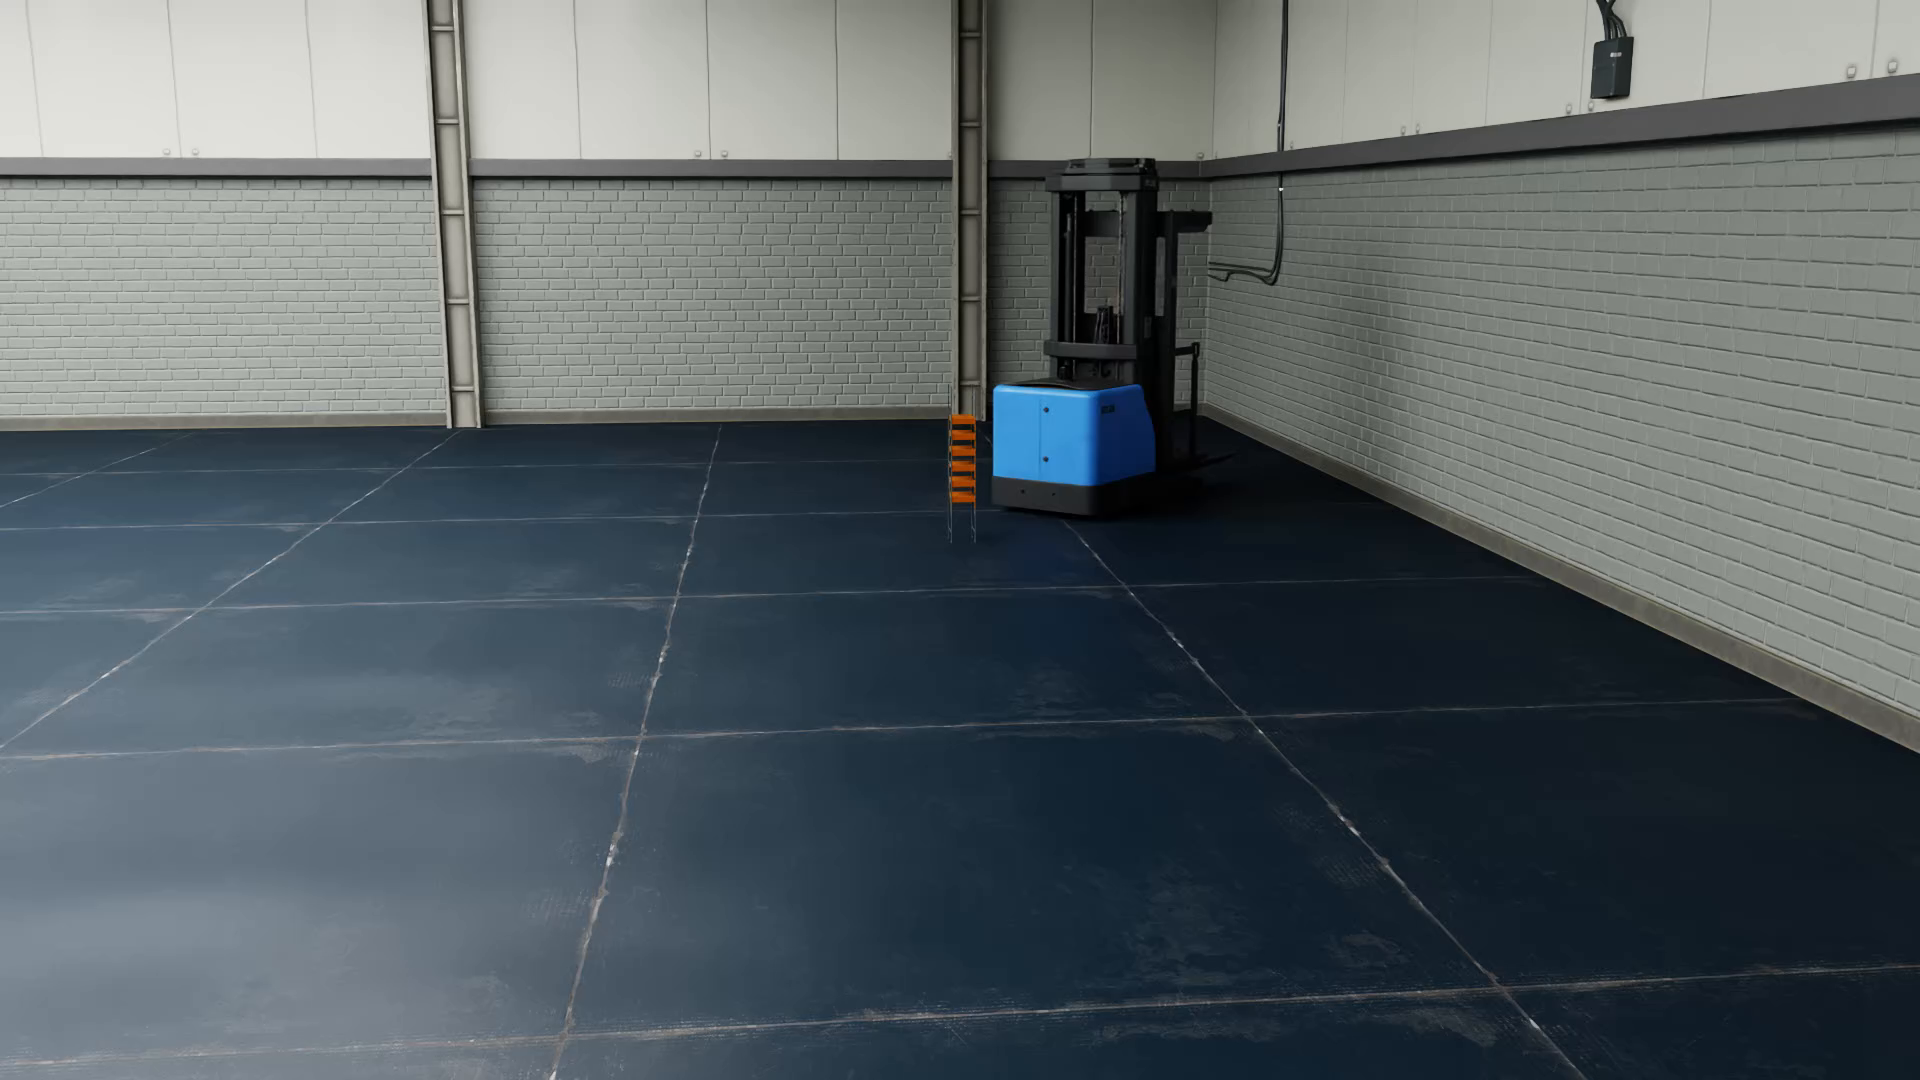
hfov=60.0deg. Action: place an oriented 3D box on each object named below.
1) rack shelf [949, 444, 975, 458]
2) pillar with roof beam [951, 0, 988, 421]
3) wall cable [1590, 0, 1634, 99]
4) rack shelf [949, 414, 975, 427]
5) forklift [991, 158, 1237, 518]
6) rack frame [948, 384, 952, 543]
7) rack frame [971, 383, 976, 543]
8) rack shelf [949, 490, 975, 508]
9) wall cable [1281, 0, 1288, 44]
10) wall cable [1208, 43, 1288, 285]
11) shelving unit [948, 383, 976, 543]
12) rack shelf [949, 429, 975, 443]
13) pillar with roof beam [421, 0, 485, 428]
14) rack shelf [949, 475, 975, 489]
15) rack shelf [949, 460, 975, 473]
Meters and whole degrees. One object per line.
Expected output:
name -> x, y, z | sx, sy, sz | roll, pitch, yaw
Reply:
rack shelf -> 0.014, -0.663, 12.739 | 0.180, 0.103, 0.258 | -1, 11, -6
pillar with roof beam -> 0.573, -5.065, 15.303 | 0.400, 9.000, 9.100 | -1, 11, -6
wall cable -> 4.189, -5.546, 8.934 | 0.169, 6.003, 2.305 | -1, 11, -6
rack shelf -> 0.014, -0.899, 12.693 | 0.180, 0.103, 0.258 | -1, 11, -6
forklift -> 1.522, -1.856, 14.711 | 1.130, 2.935, 3.031 | 8, 14, 34
rack frame -> -0.077, -0.587, 12.744 | 0.006, 1.200, 0.240 | -1, 11, -6
rack frame -> 0.105, -0.591, 12.764 | 0.006, 1.200, 0.240 | -1, 11, -6
rack shelf -> 0.014, -0.310, 12.809 | 0.180, 0.103, 0.258 | -1, 11, -6
wall cable -> 3.472, -6.134, 15.698 | 0.112, 2.526, 3.097 | -1, 11, -6
wall cable -> 3.180, -4.175, 18.824 | 0.112, 2.526, 3.097 | -1, 11, -6
shelving unit -> 0.014, -0.589, 12.754 | 0.189, 1.200, 0.258 | -1, 11, -6
rack shelf -> 0.014, -0.781, 12.716 | 0.180, 0.103, 0.258 | -1, 11, -6
pillar with roof beam -> -5.392, -4.940, 14.667 | 0.400, 9.000, 9.100 | -1, 11, -6
rack shelf -> 0.014, -0.428, 12.786 | 0.180, 0.103, 0.258 | -1, 11, -6
rack shelf -> 0.014, -0.545, 12.762 | 0.180, 0.103, 0.258 | -1, 11, -6
